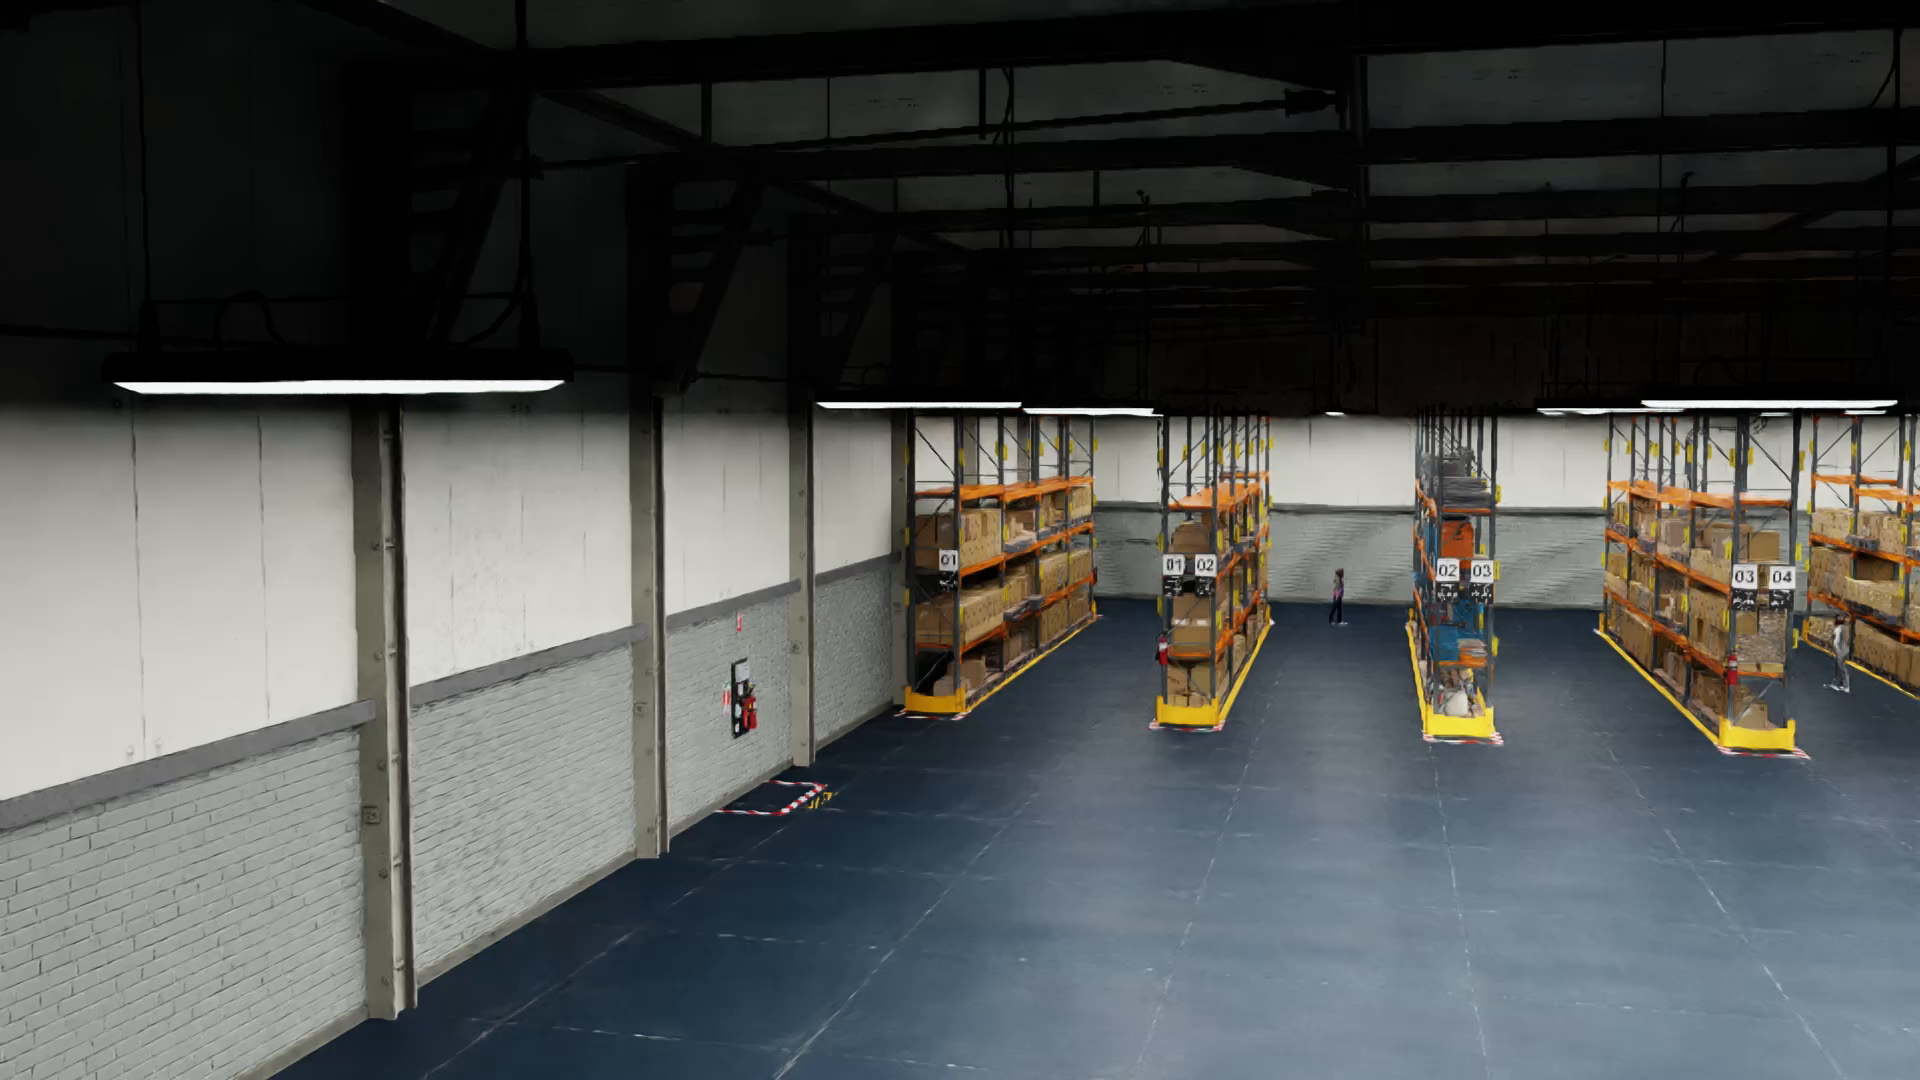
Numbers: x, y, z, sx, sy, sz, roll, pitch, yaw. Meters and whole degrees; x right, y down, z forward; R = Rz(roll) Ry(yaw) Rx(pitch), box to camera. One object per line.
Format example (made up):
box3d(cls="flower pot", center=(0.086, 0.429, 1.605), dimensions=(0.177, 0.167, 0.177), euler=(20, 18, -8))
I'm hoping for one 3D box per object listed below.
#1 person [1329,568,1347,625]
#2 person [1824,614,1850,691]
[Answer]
box3d(cls="person", center=(10.489, 1.563, 46.176), dimensions=(0.455, 1.594, 0.526), euler=(2, 5, 23))
box3d(cls="person", center=(18.534, 2.364, 35.084), dimensions=(0.536, 1.579, 0.535), euler=(4, 5, 40))
